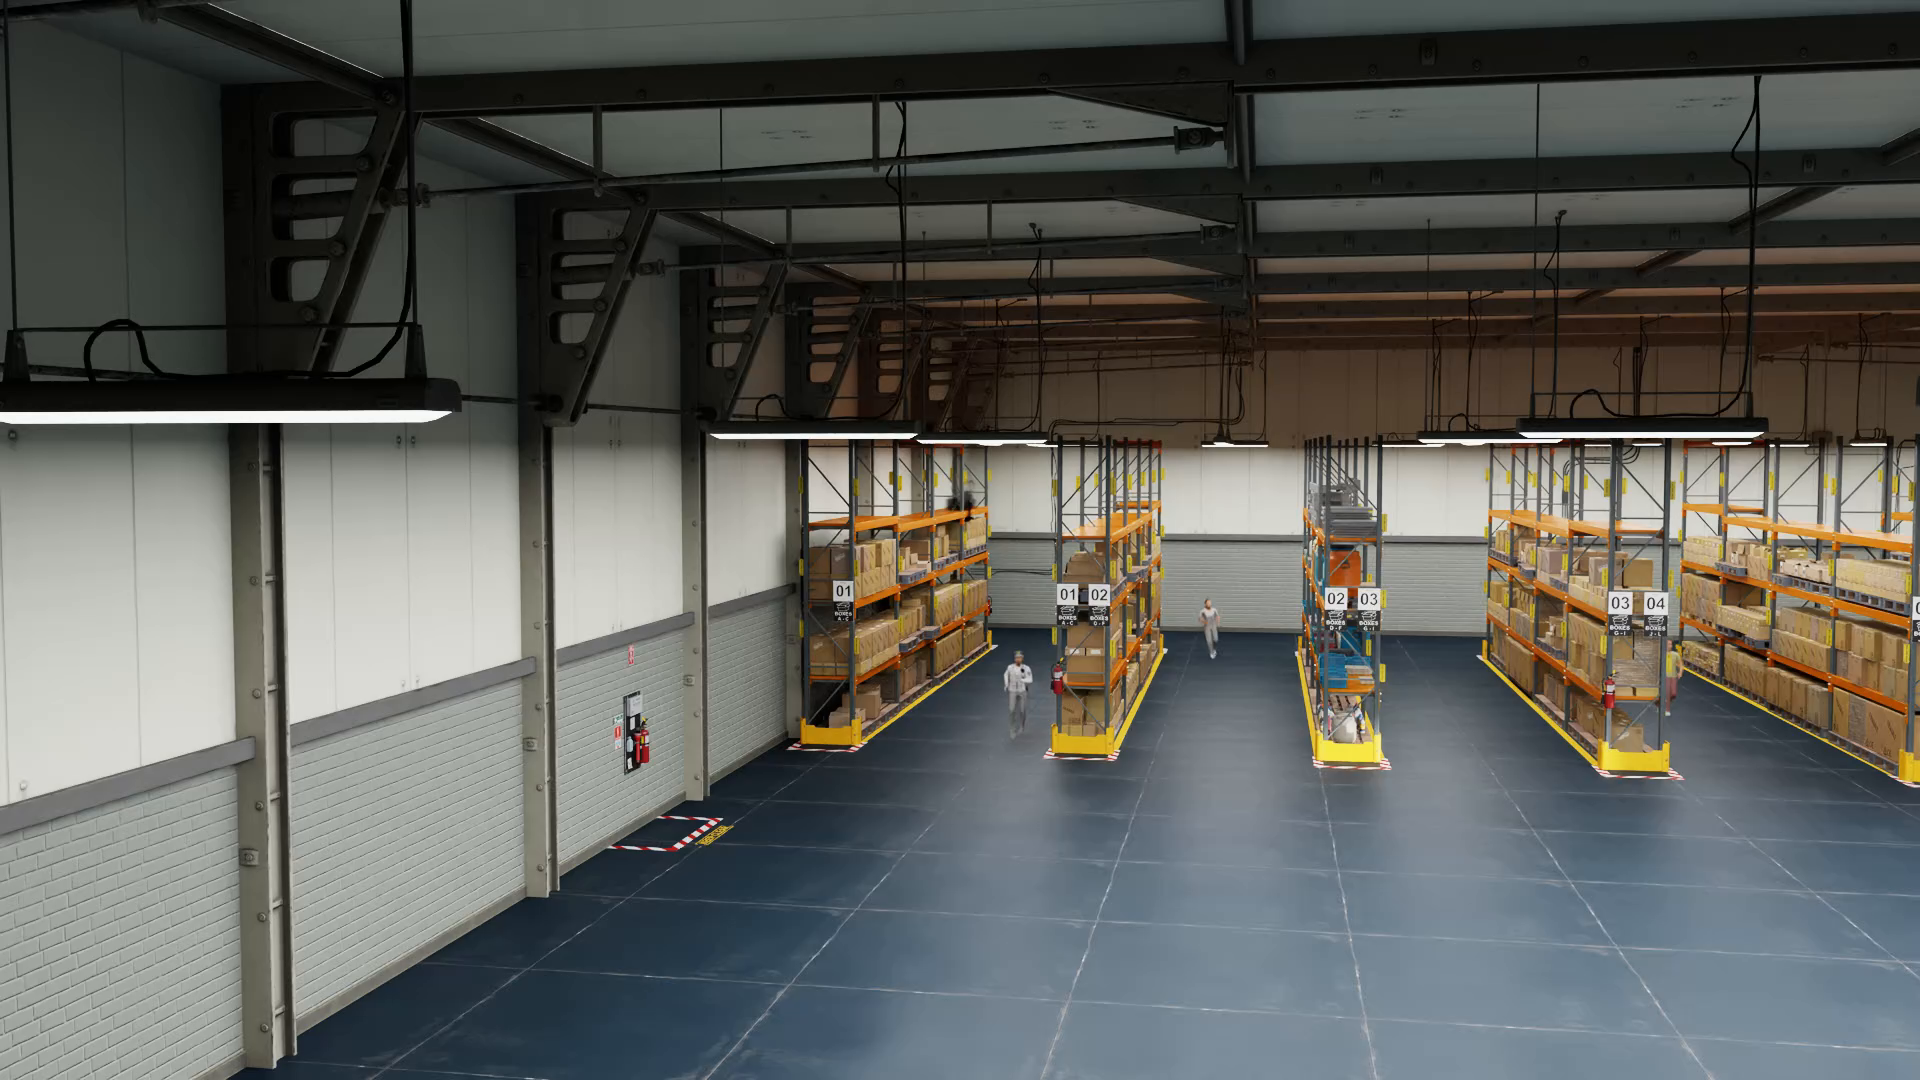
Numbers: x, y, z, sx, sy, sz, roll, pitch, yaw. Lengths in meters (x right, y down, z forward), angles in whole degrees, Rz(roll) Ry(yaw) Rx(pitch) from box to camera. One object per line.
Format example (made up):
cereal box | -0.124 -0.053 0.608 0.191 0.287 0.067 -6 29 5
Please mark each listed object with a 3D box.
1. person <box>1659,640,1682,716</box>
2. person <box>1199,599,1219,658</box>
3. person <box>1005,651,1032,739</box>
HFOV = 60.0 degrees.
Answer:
person | 15.319 2.959 36.029 0.615 1.633 0.624 0 3 7
person | 6.863 2.433 45.681 0.598 1.625 0.521 0 3 -4
person | 1.163 3.077 33.243 0.584 1.753 0.764 0 3 7
